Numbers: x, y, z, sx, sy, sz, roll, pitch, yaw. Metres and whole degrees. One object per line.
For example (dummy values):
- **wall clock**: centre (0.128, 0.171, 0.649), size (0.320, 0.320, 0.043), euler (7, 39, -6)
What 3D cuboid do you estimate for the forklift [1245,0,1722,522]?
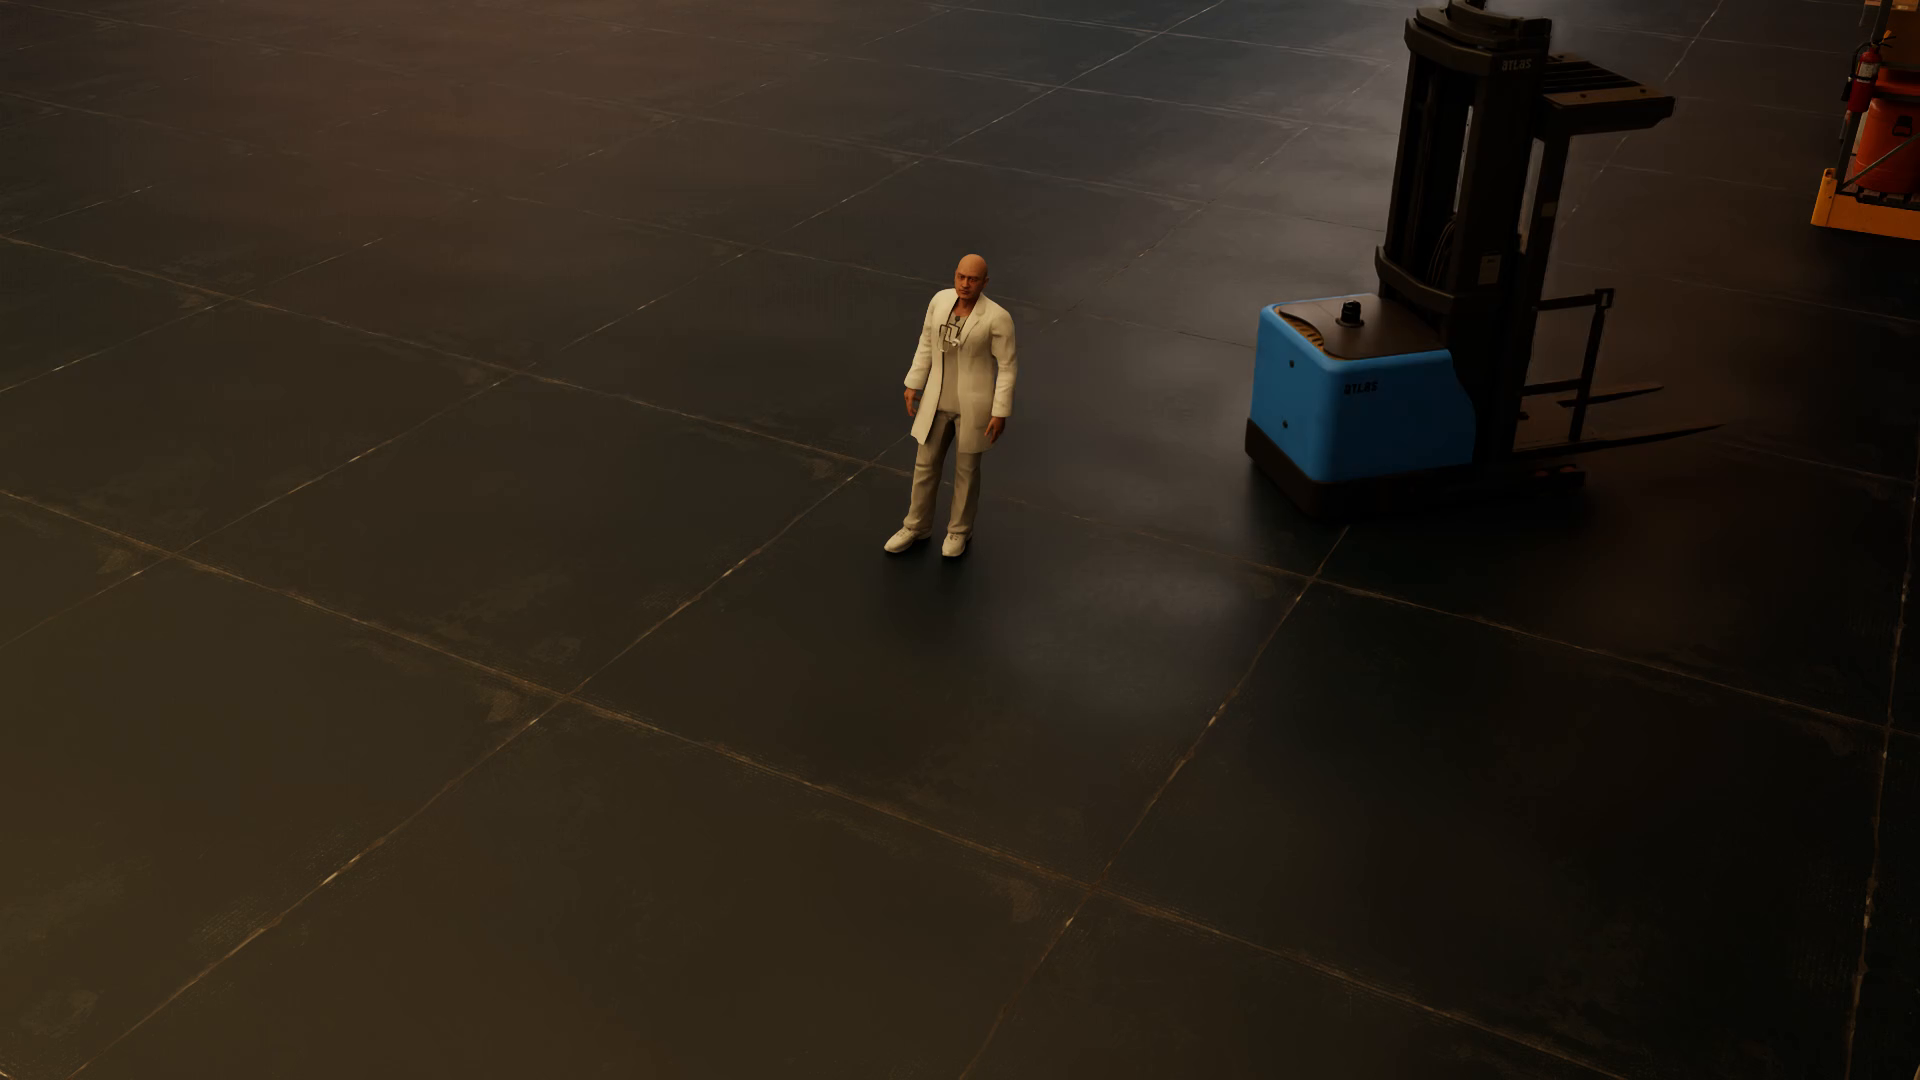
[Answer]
- **forklift**: centre (3.437, -1.784, 10.162), size (3.031, 2.935, 1.130), euler (-8, 31, -14)

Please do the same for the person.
- **person**: centre (-0.048, -0.738, 9.489), size (0.694, 1.776, 0.581), euler (15, 33, 25)
